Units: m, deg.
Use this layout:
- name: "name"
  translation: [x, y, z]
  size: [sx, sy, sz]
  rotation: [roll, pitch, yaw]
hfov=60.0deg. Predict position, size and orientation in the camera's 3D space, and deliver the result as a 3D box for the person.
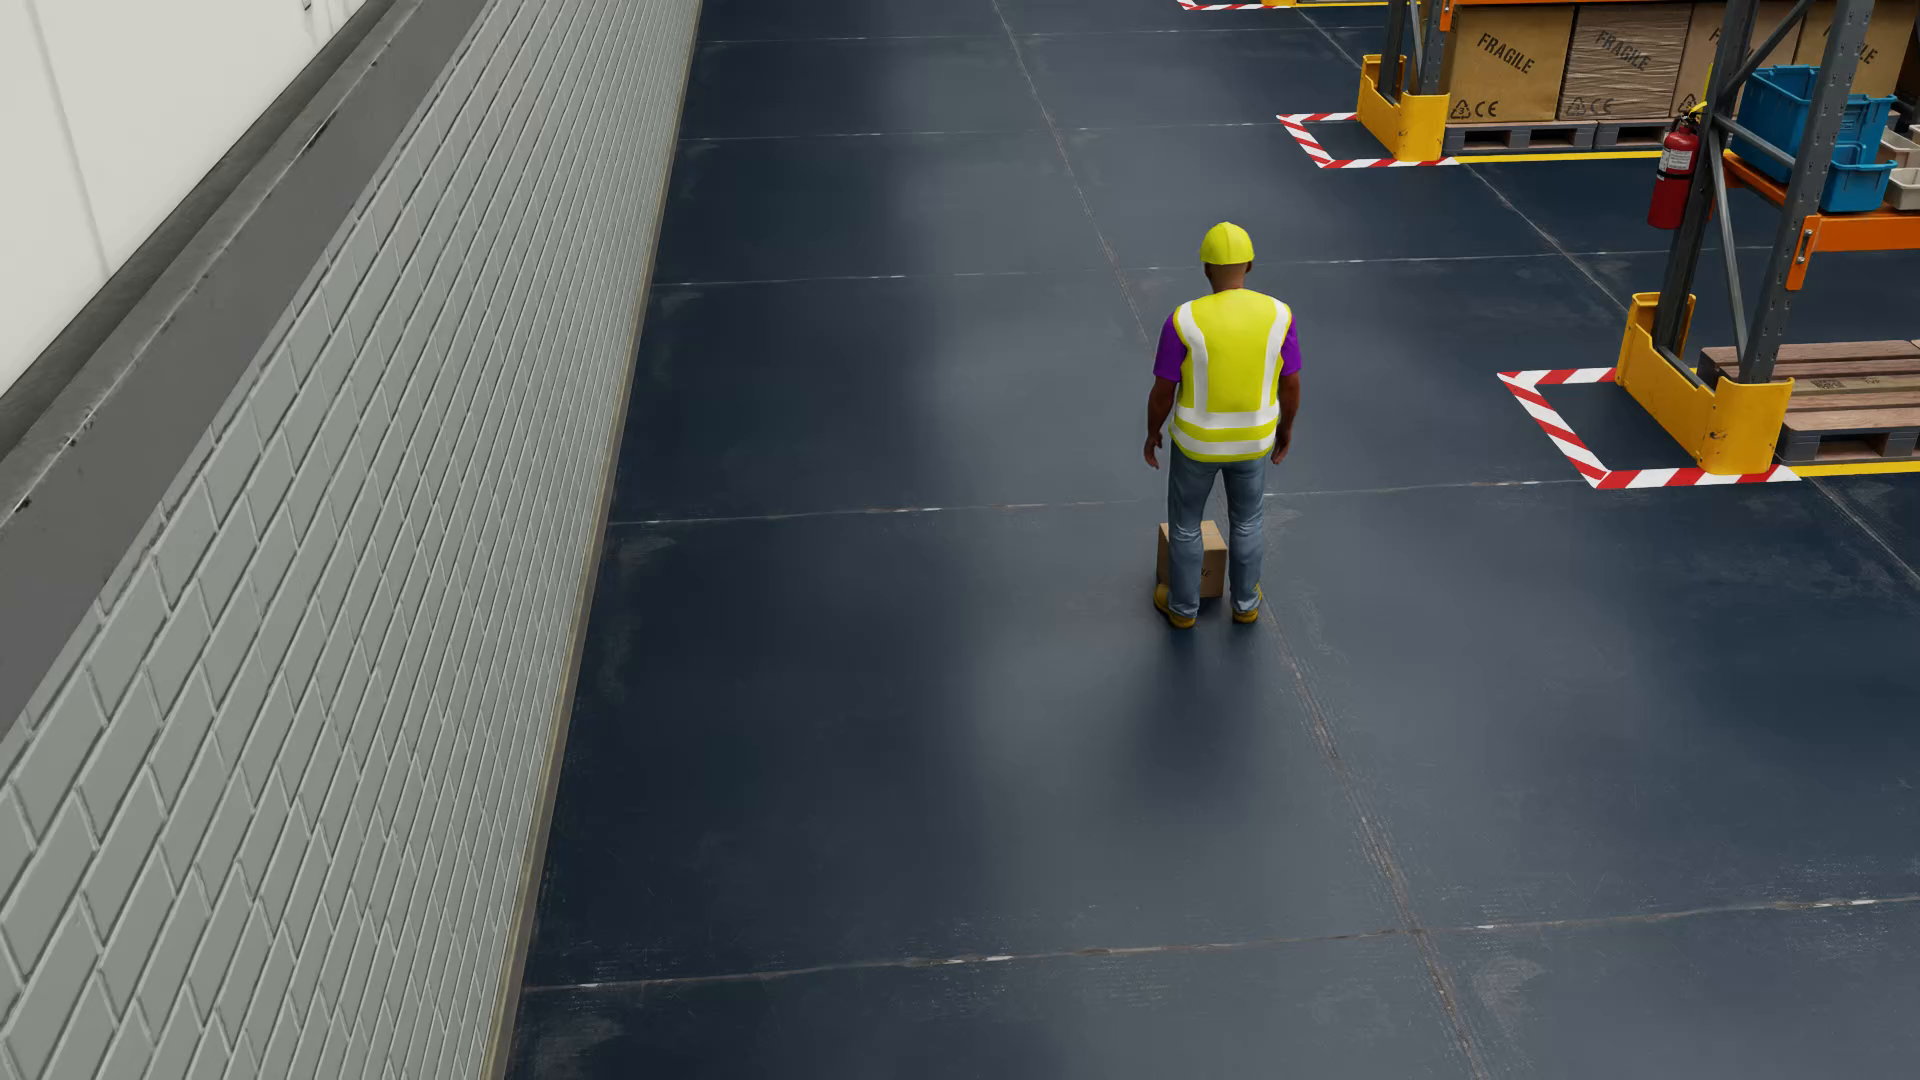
- name: "person"
  translation: [1.071, -0.443, 6.854]
  size: [0.627, 1.761, 0.454]
  rotation: [-3, 31, -4]
